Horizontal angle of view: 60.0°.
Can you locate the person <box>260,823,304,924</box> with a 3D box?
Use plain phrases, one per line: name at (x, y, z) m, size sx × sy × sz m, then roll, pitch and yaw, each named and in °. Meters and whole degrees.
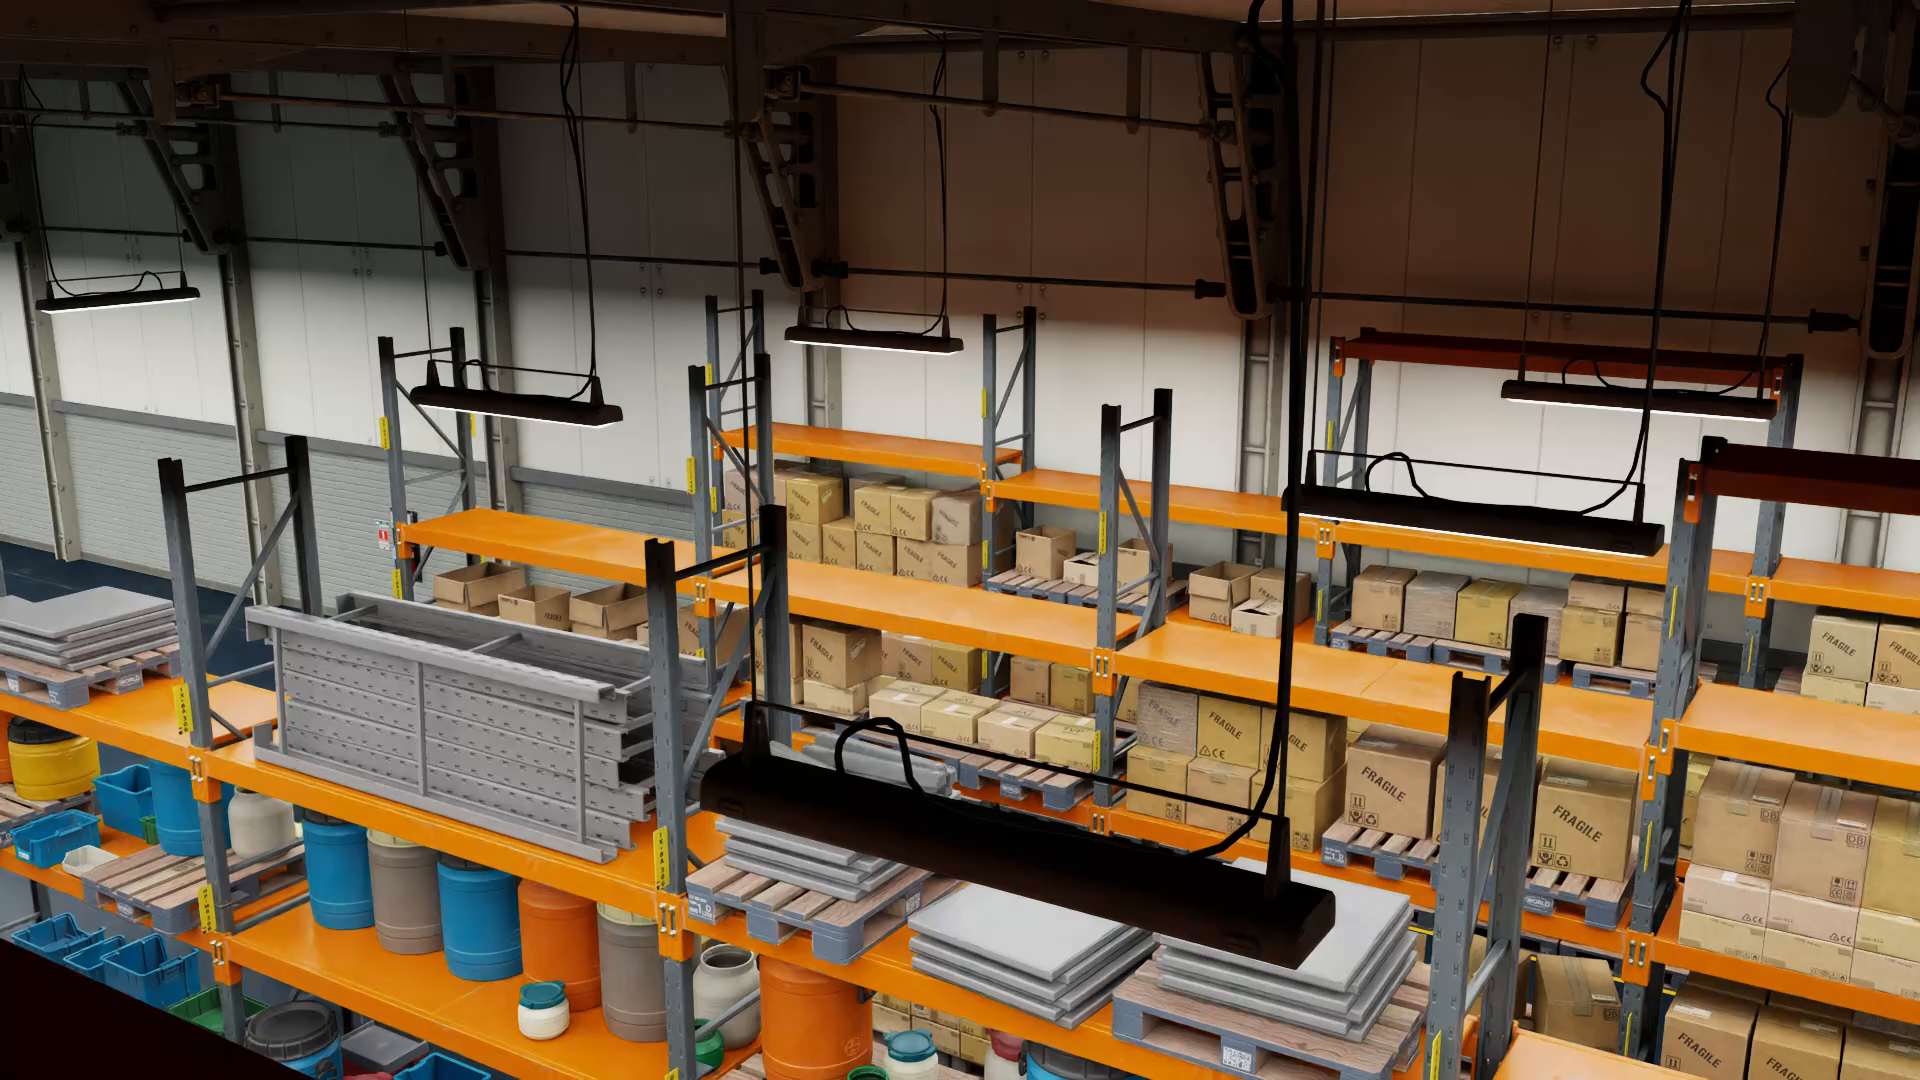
person at (-6.646, 3.286, 16.245) m, size 0.611 × 1.726 × 0.894 m, roll -8°, pitch 16°, yaw -30°
